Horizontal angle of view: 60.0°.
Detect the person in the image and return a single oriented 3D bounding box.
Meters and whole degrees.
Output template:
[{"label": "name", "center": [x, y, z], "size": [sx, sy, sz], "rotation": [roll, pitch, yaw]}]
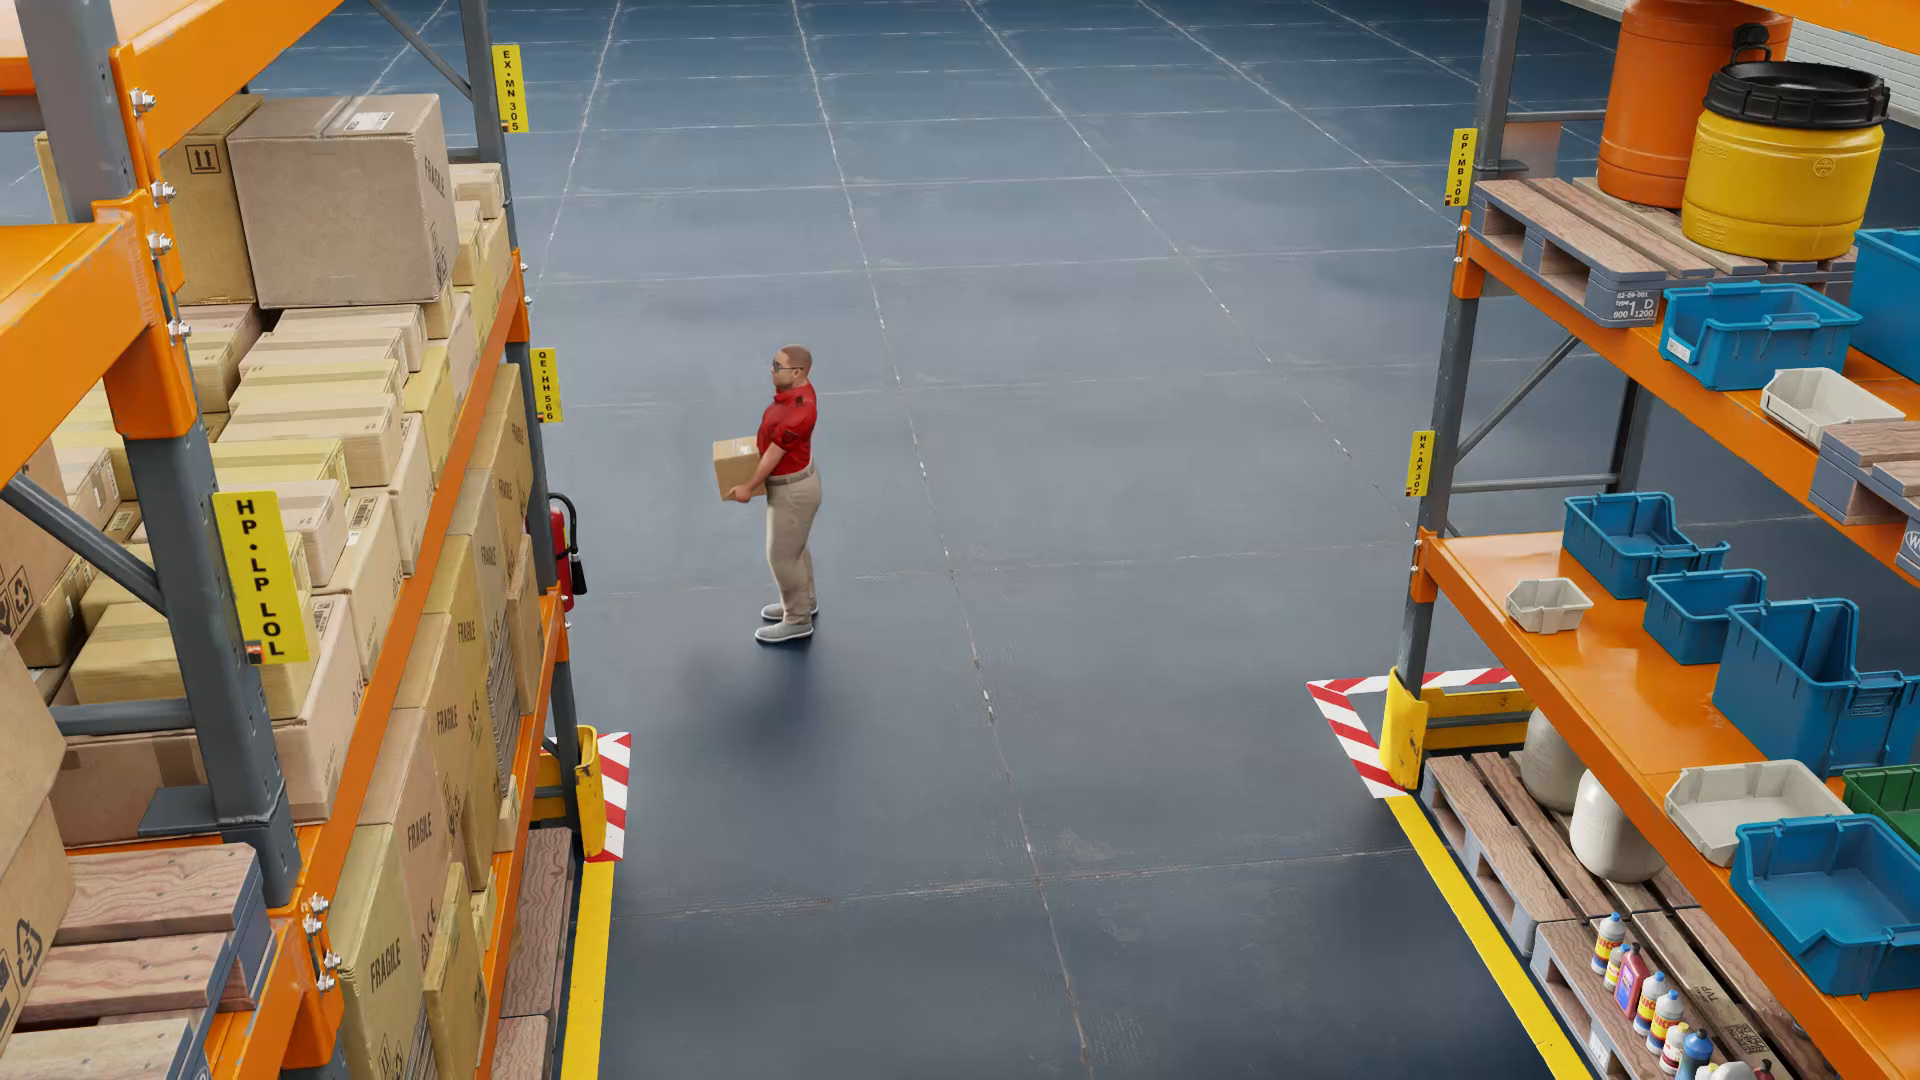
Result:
[{"label": "person", "center": [-1.018, -0.257, 9.155], "size": [0.531, 1.712, 0.493], "rotation": [-3, 27, -7]}]
